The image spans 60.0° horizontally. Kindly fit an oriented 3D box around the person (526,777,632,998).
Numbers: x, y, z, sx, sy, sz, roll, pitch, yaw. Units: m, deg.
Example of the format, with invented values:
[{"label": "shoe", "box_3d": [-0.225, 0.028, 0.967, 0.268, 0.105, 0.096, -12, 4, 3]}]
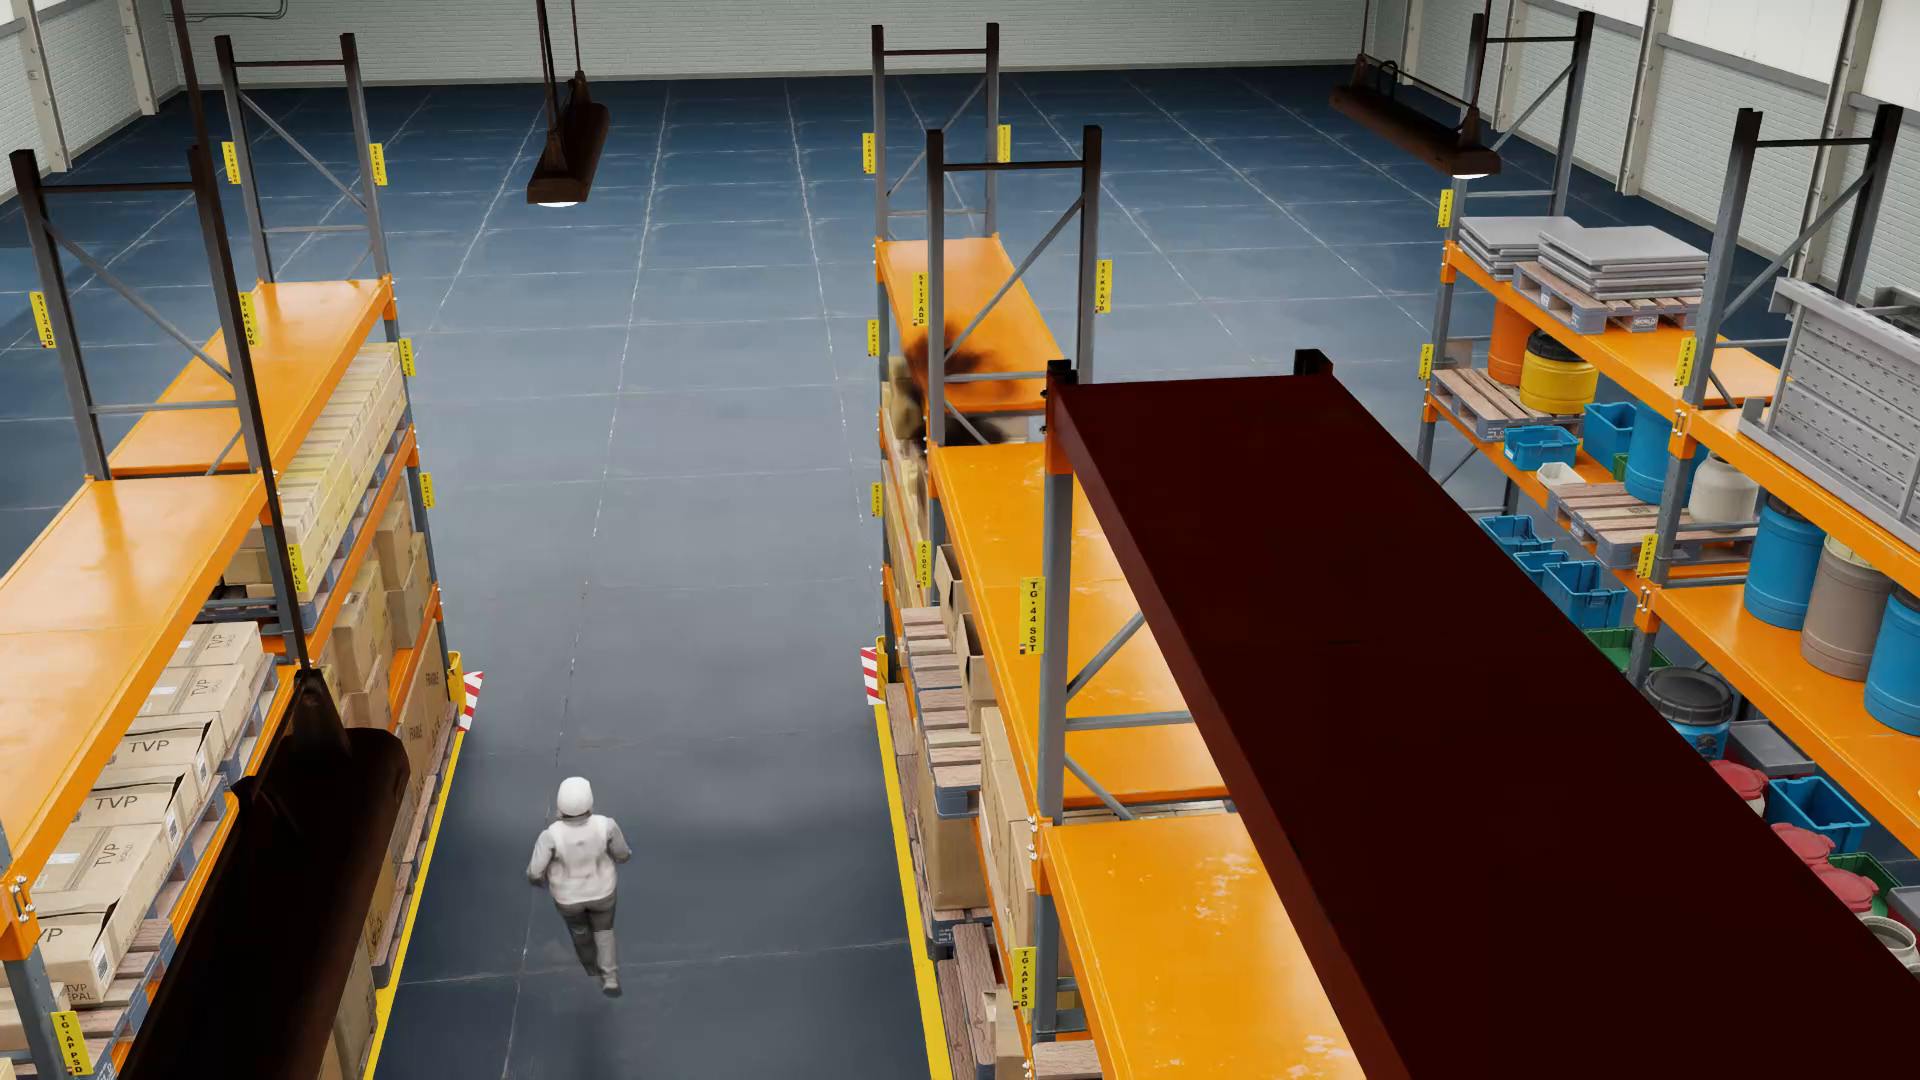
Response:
[{"label": "person", "box_3d": [-2.499, 2.303, 10.996, 0.677, 1.740, 0.896, -8, 27, -15]}]
